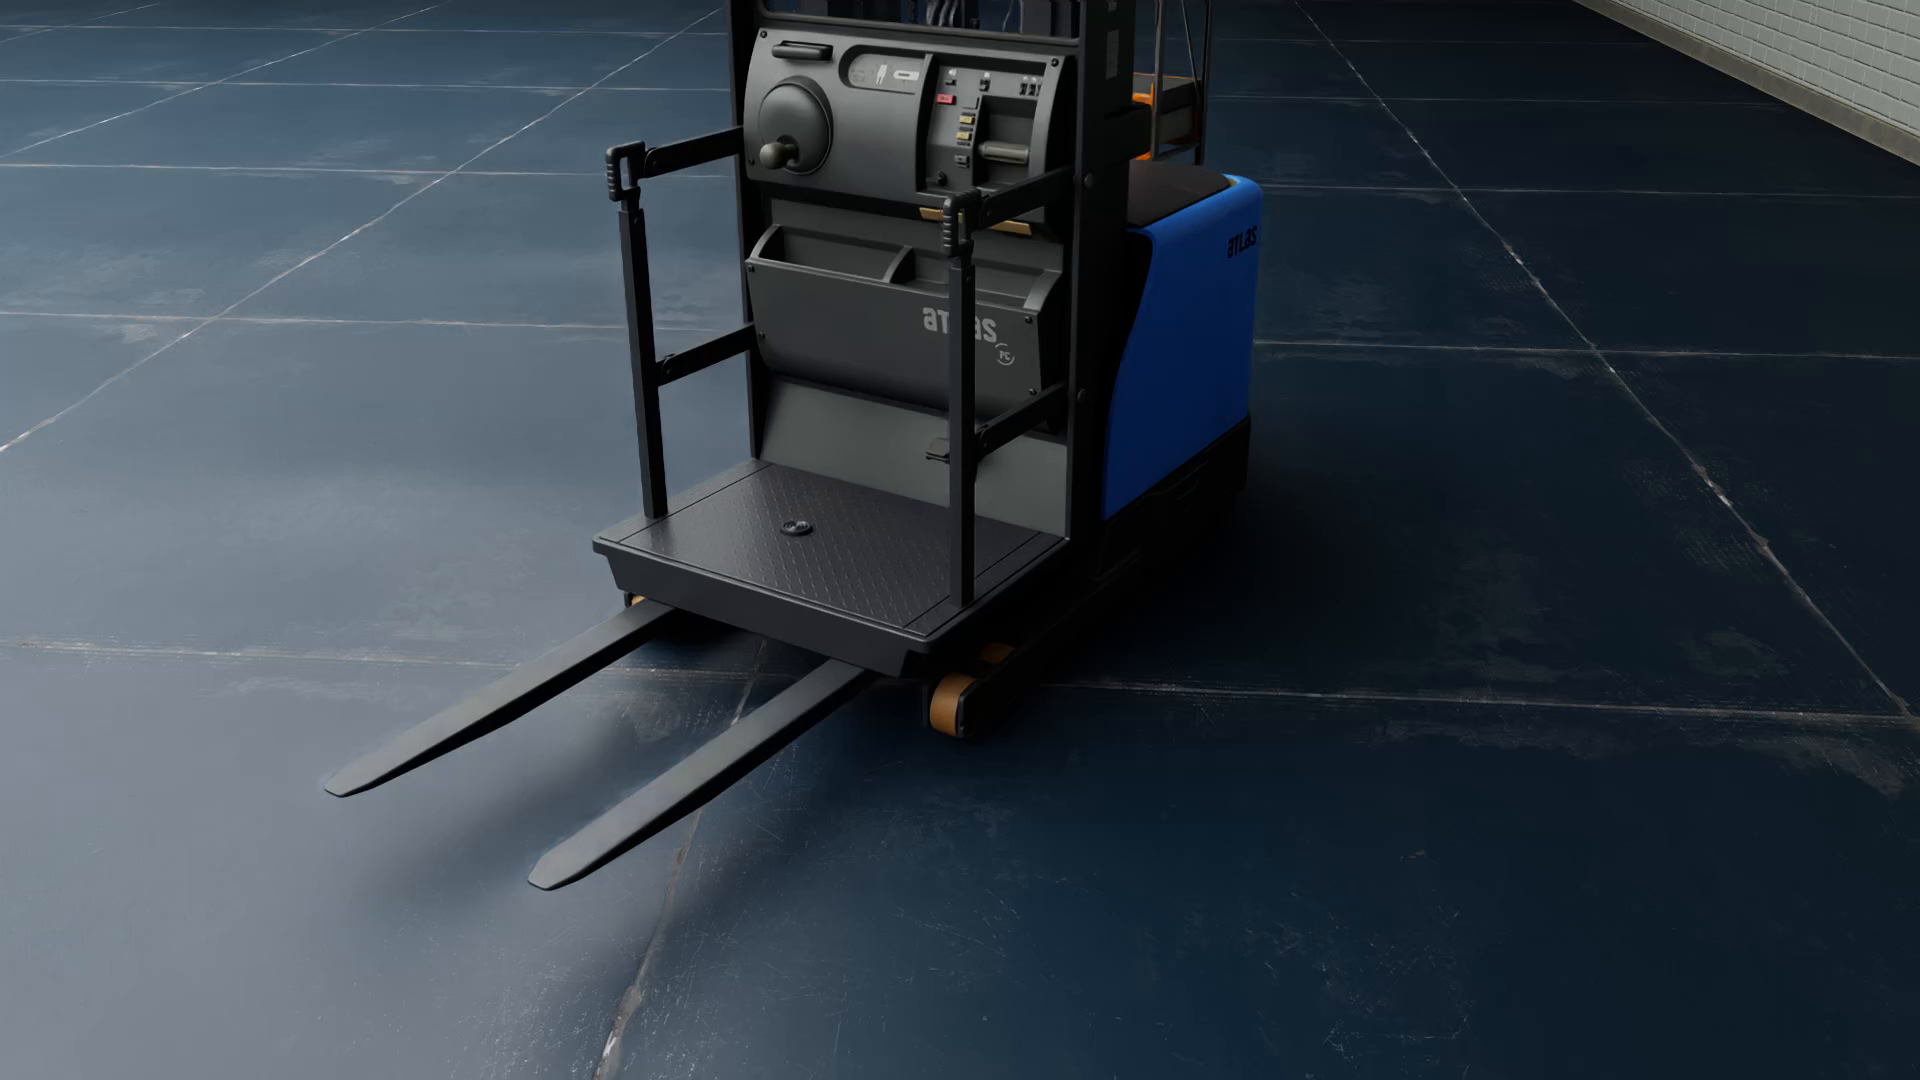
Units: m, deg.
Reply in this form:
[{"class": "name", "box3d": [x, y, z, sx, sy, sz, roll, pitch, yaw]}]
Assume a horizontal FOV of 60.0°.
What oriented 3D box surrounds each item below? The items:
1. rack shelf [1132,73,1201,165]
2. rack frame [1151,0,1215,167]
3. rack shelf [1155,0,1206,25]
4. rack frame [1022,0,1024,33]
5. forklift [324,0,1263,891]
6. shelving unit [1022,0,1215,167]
[{"class": "rack shelf", "box3d": [0.520, -1.335, 5.665, 0.480, 0.518, 0.431, 15, 28, 29]}, {"class": "rack frame", "box3d": [0.727, -1.293, 5.542, 0.015, 2.100, 0.400, 15, 28, 29]}, {"class": "rack shelf", "box3d": [0.525, -1.974, 5.379, 0.480, 0.518, 0.431, 15, 28, 29]}, {"class": "rack frame", "box3d": [0.314, -1.402, 5.777, 0.015, 2.100, 0.400, 15, 28, 29]}, {"class": "forklift", "box3d": [-0.271, -1.056, 4.040, 1.130, 2.935, 3.031, 15, 29, 29]}, {"class": "shelving unit", "box3d": [0.520, -1.347, 5.659, 0.503, 2.100, 0.431, 15, 28, 29]}]
